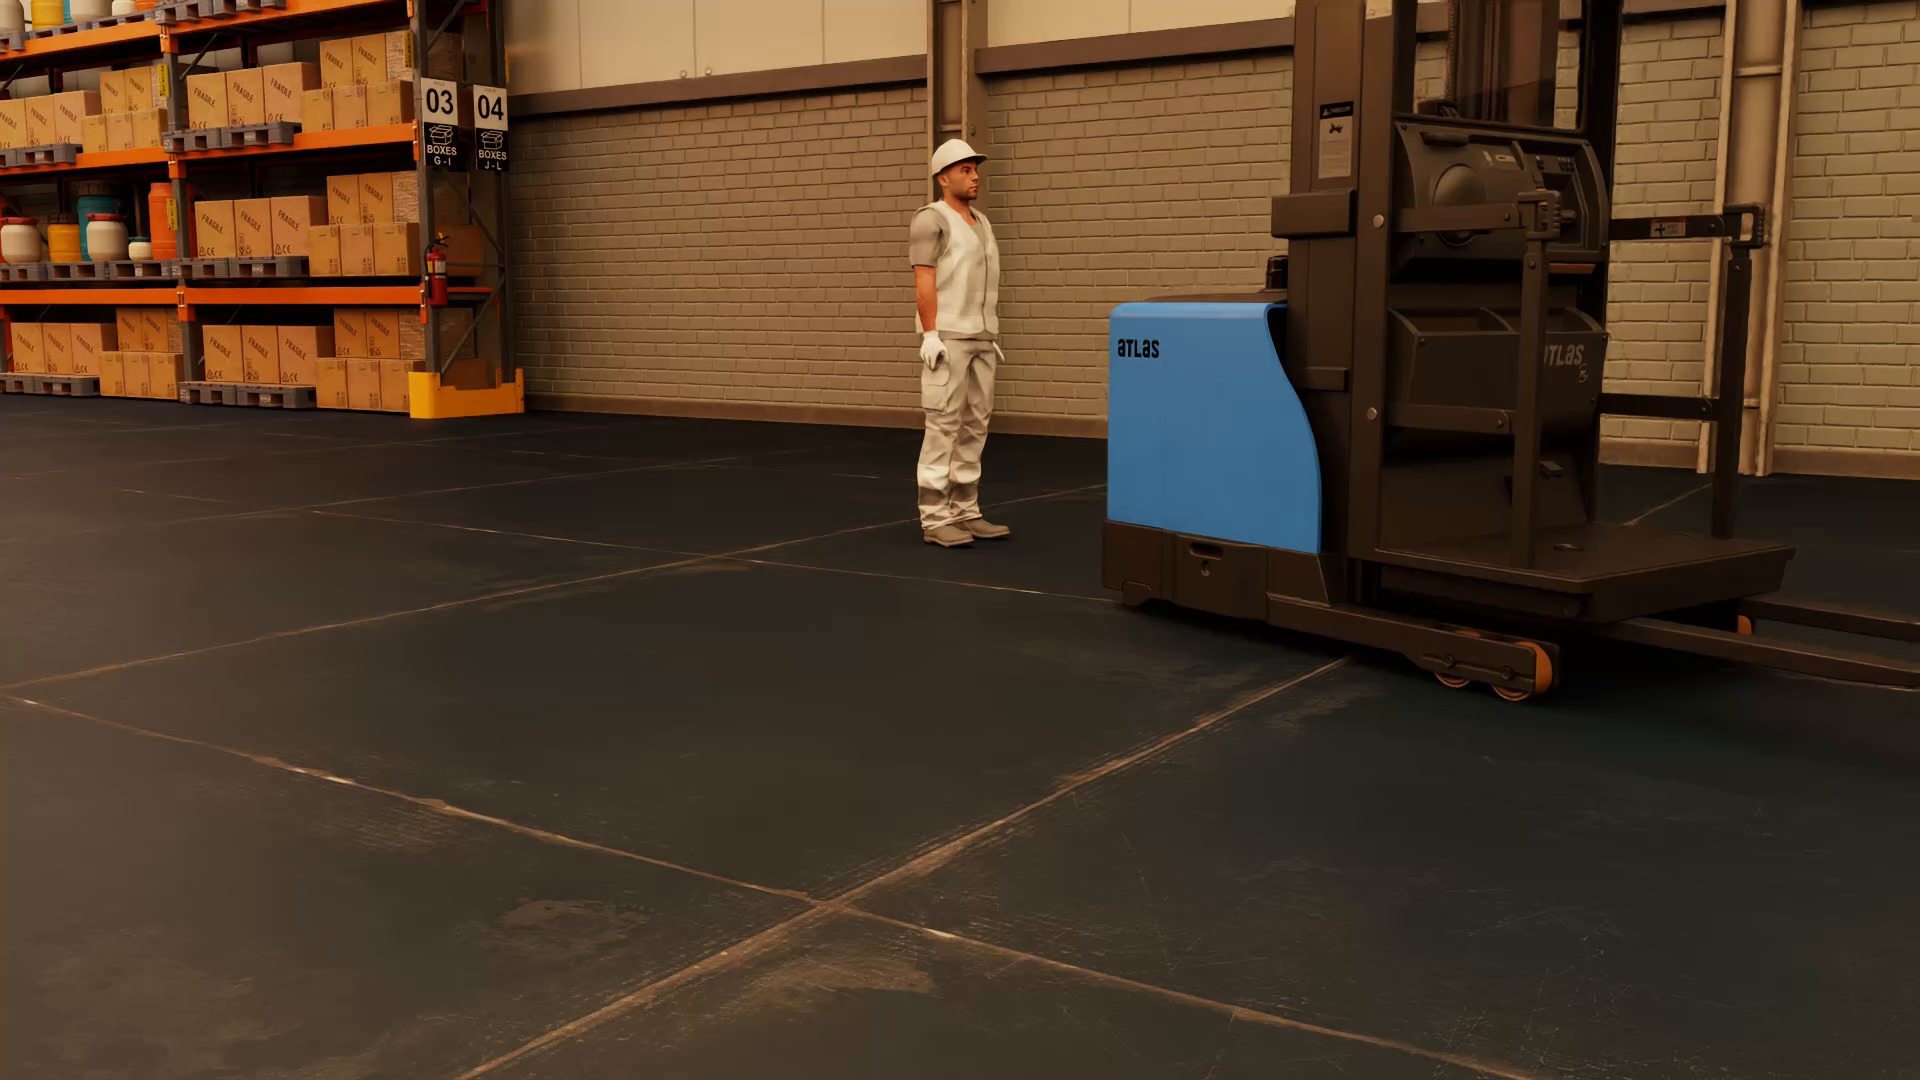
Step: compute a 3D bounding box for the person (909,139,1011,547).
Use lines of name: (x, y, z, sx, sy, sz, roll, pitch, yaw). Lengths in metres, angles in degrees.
person: (0.015, -0.886, 7.480, 0.369, 1.795, 0.536, 5, 10, 34)

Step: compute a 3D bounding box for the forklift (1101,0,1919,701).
forklift: (1.770, -1.089, 4.851, 1.130, 2.935, 3.031, -6, 10, -35)
